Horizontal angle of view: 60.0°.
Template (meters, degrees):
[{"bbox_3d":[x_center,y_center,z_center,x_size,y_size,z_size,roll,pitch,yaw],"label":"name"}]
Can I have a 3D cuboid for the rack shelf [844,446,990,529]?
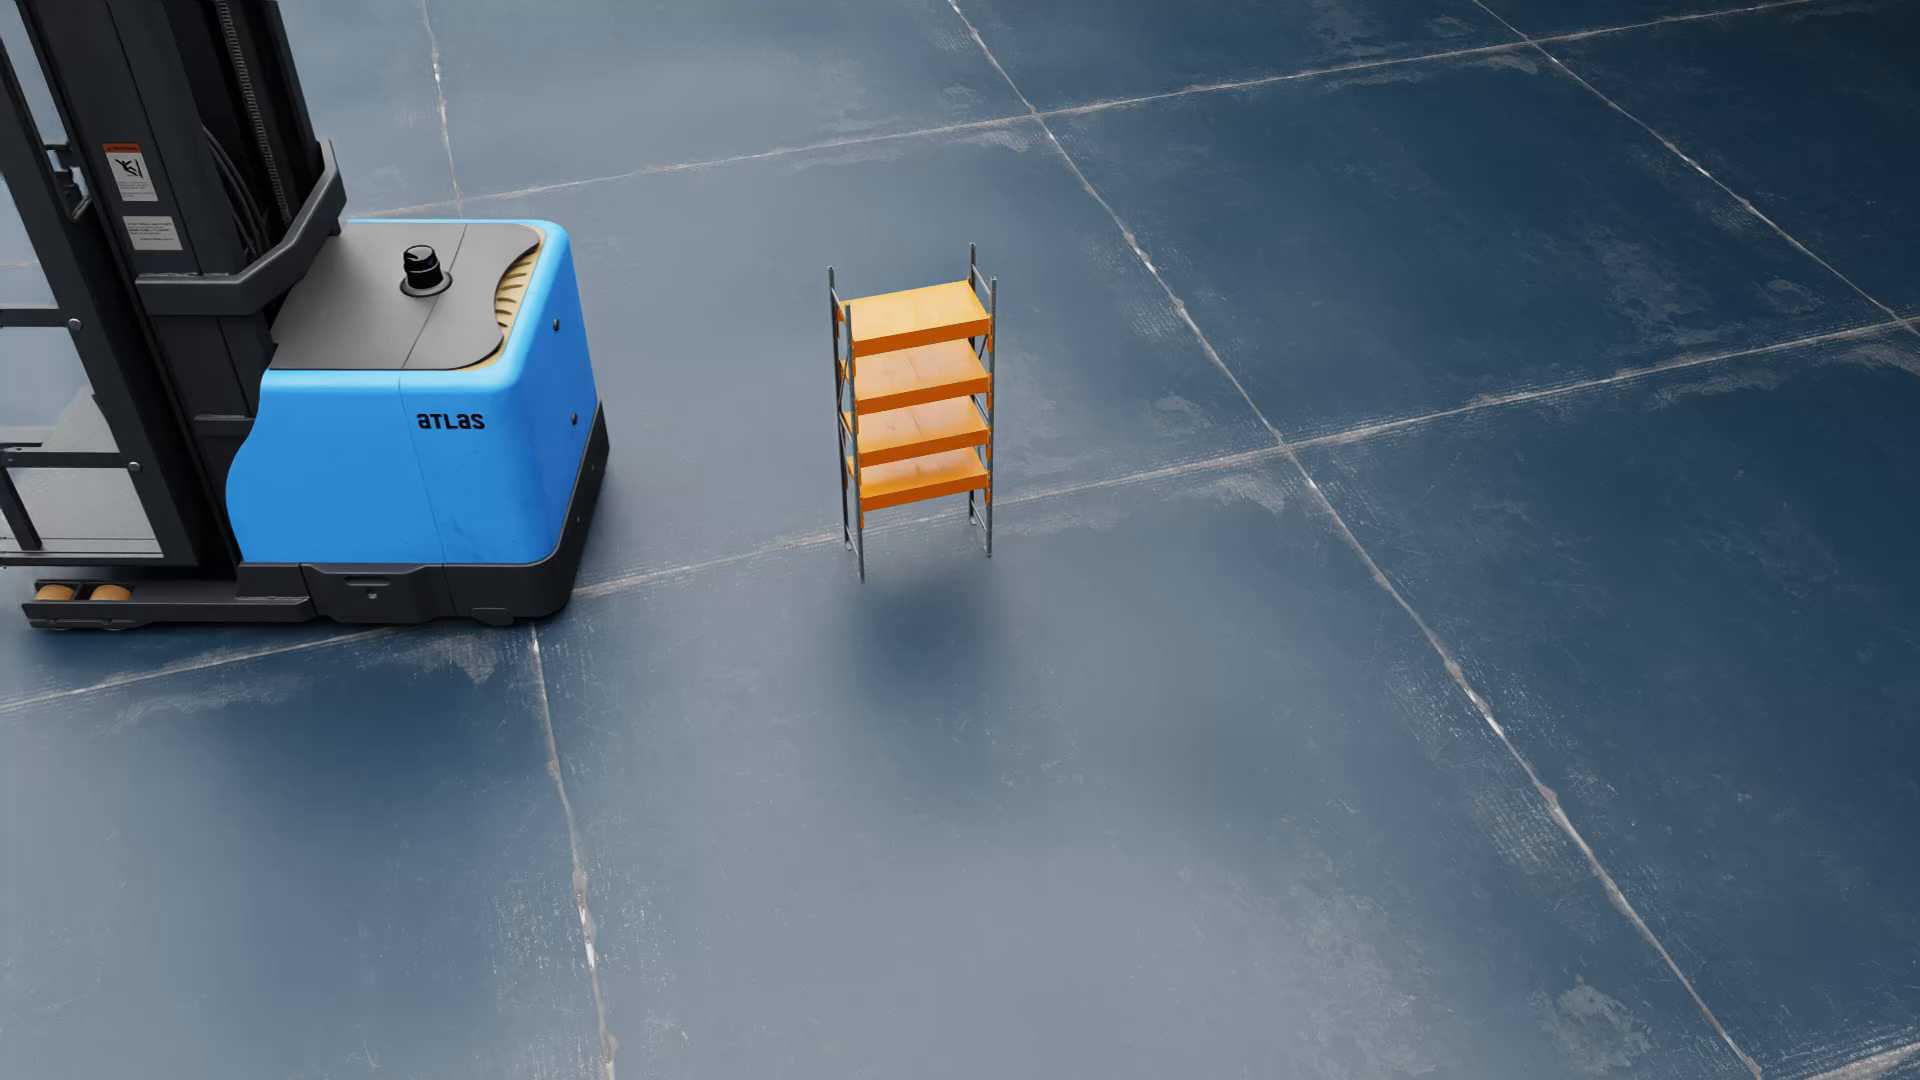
[{"bbox_3d":[-0.158,-0.219,5.993,0.480,0.148,0.258,-12,42,-13],"label":"rack shelf"}]

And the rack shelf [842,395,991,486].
[{"bbox_3d":[-0.158,-0.368,5.862,0.480,0.148,0.258,-12,42,-13],"label":"rack shelf"}]

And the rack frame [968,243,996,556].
[{"bbox_3d":[0.075,-0.467,5.873,0.015,1.200,0.240,-12,42,-13],"label":"rack frame"}]

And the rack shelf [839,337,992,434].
[{"bbox_3d":[-0.158,-0.537,5.715,0.480,0.148,0.258,-12,42,-13],"label":"rack shelf"}]

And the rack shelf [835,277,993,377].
[{"bbox_3d":[-0.158,-0.715,5.559,0.480,0.148,0.258,-12,42,-13],"label":"rack shelf"}]

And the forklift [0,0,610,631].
[{"bbox_3d":[-2.897,-1.132,5.318,3.031,2.935,1.130,0,41,0],"label":"forklift"}]

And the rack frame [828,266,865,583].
[{"bbox_3d":[-0.391,-0.371,5.763,0.015,1.200,0.240,-12,42,-13],"label":"rack frame"}]

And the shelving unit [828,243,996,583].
[{"bbox_3d":[-0.158,-0.419,5.818,0.503,1.200,0.258,-12,42,-13],"label":"shelving unit"}]
